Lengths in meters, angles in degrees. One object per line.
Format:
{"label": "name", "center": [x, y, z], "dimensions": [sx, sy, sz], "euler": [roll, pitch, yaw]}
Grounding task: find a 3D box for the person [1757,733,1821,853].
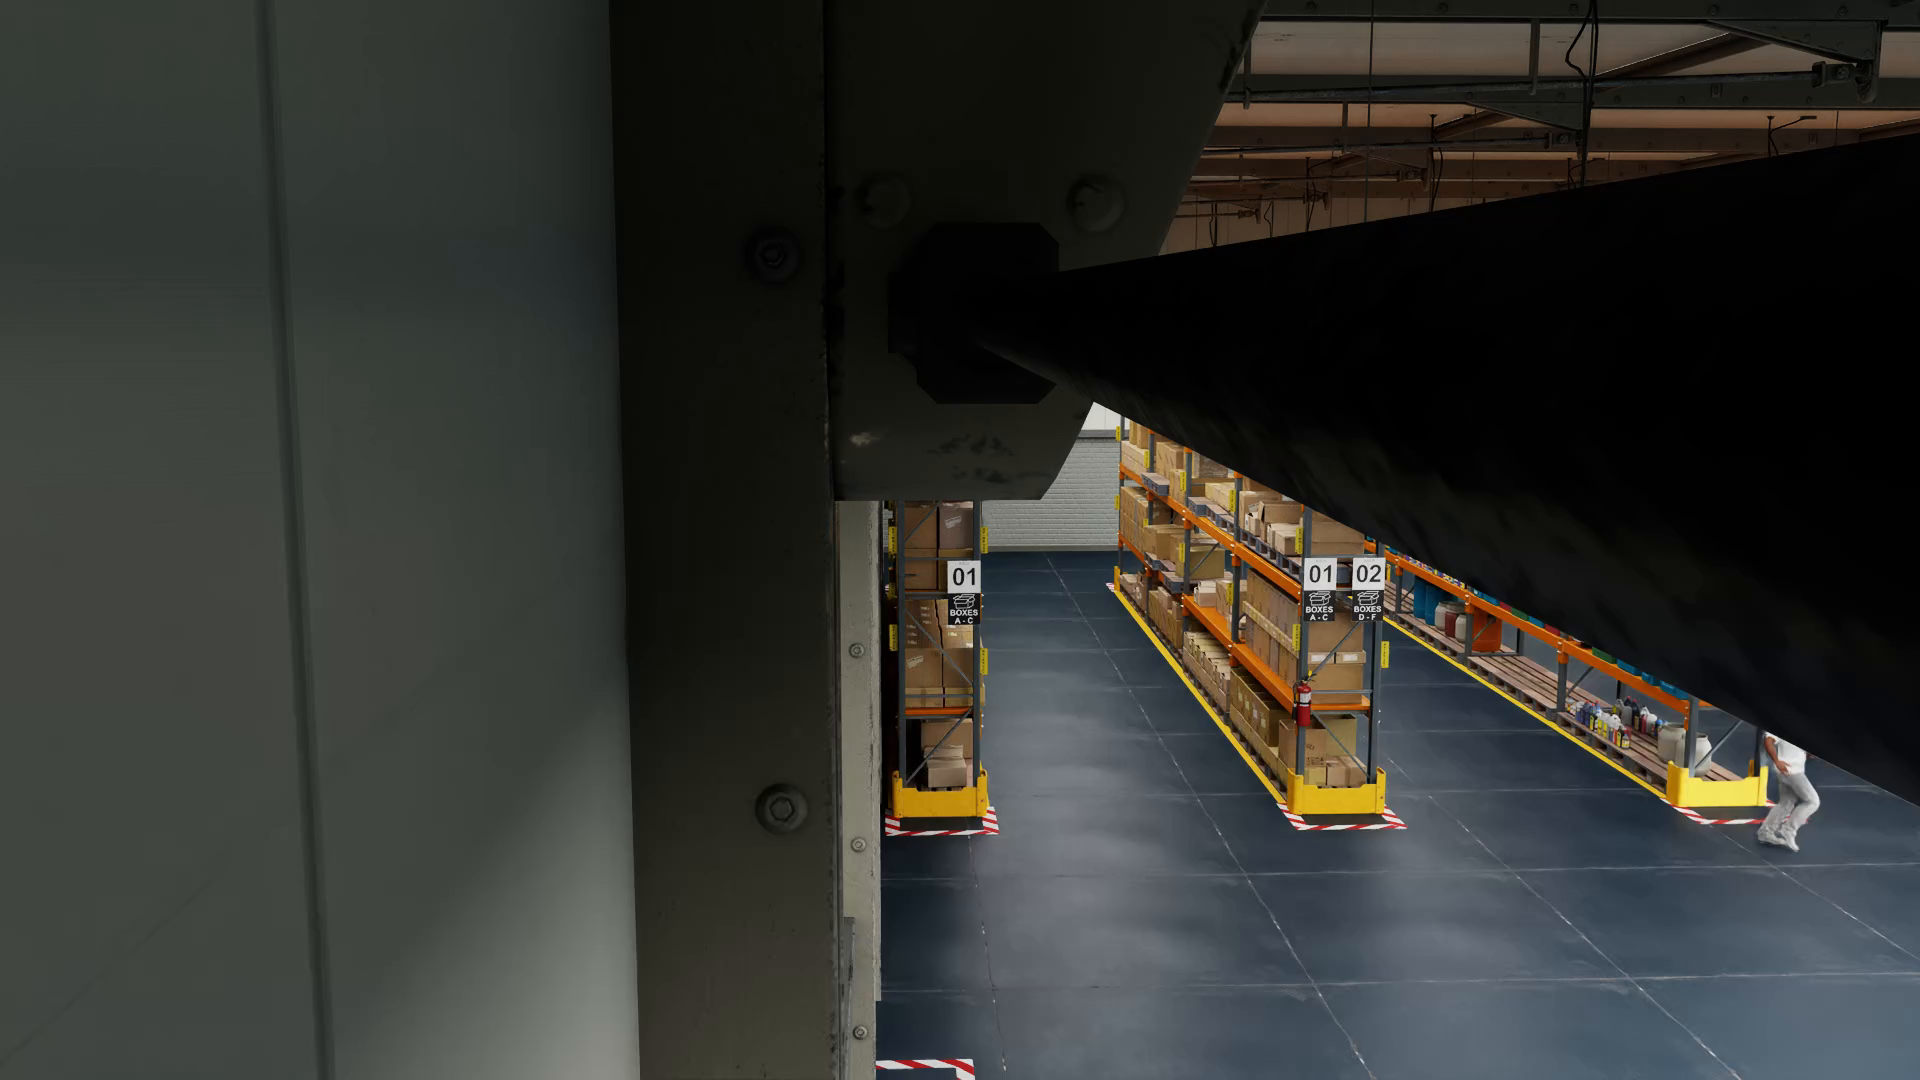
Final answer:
{"label": "person", "center": [9.666, 2.707, 19.348], "dimensions": [0.623, 1.764, 0.713], "euler": [4, 9, 24]}
